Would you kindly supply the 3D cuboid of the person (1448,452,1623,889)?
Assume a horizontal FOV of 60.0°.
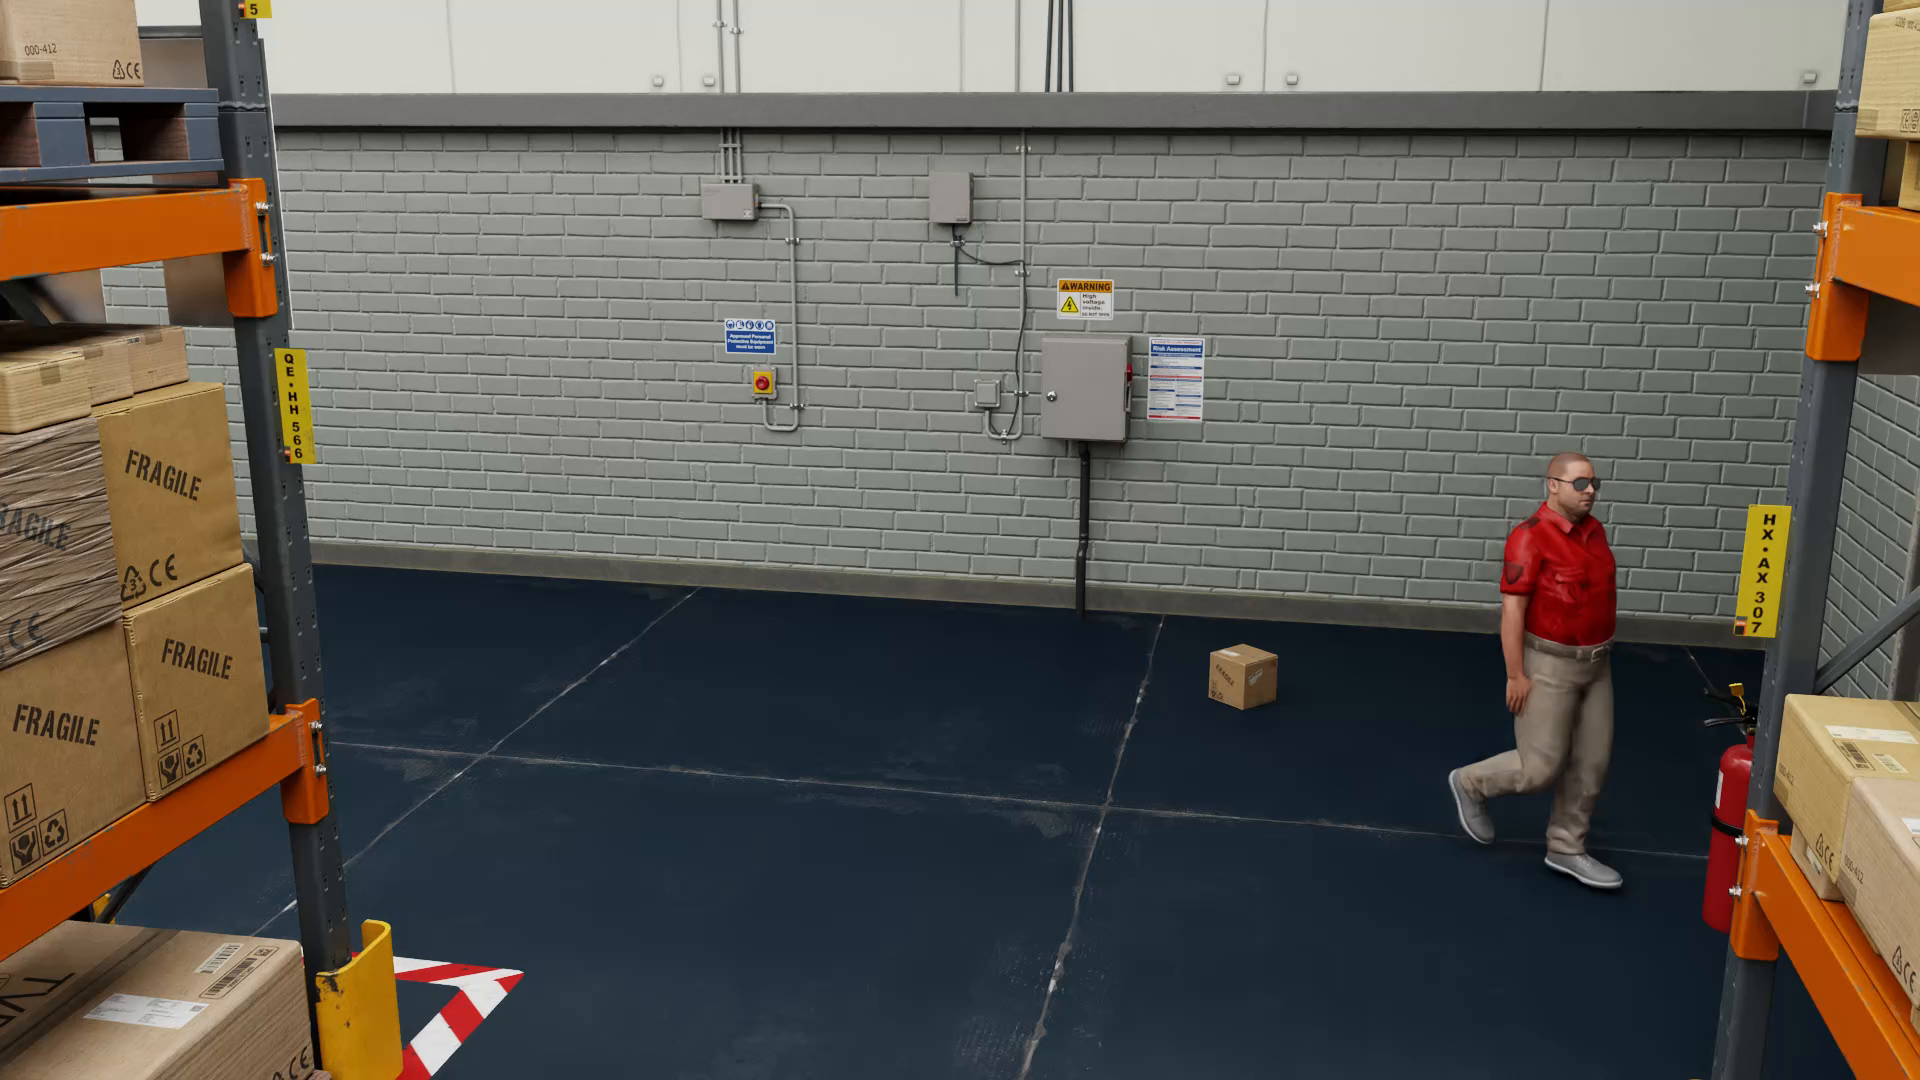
[{"bbox_3d":[2.337,0.493,6.582,0.541,1.702,0.717,-9,17,-31],"label":"person"}]
